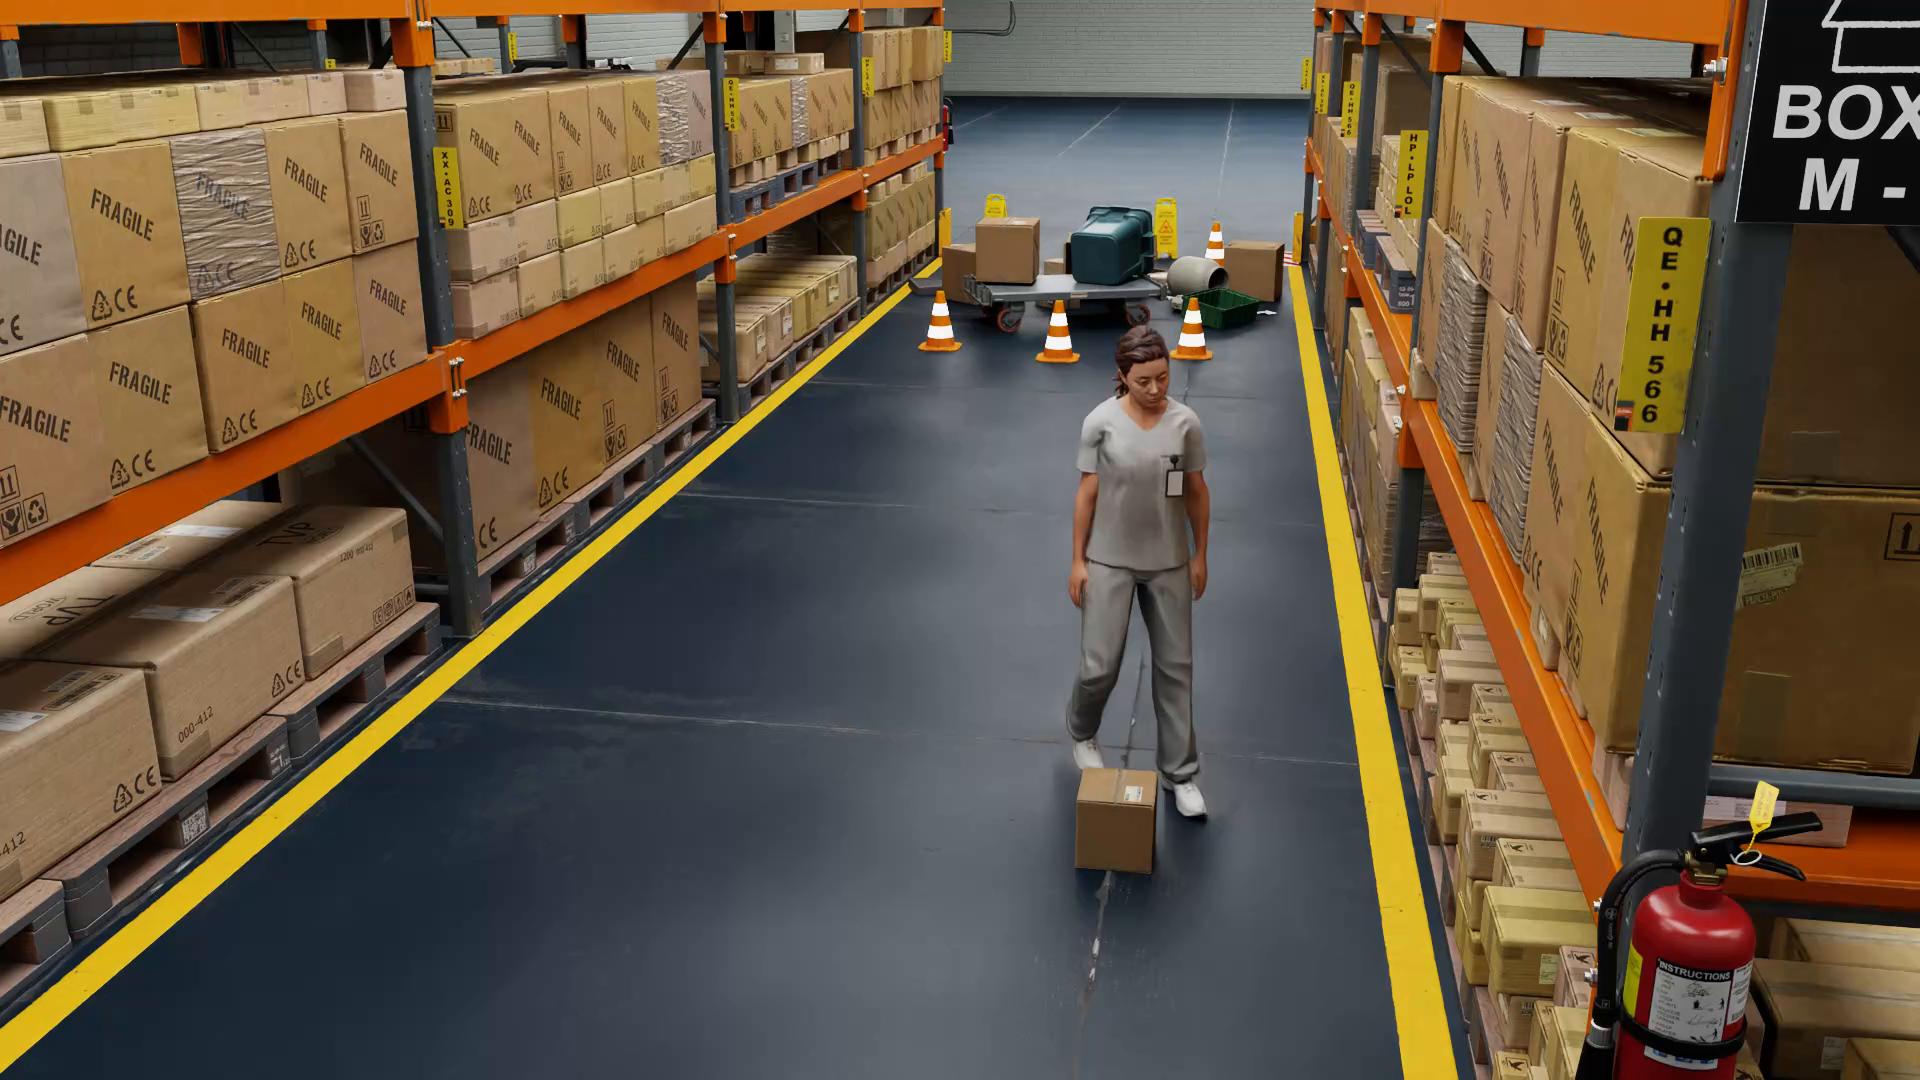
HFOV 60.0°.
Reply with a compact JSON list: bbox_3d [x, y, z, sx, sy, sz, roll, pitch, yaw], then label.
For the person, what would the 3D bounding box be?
[{"bbox_3d":[0.618,0.095,5.726,0.494,1.685,0.534,-2,18,-6],"label":"person"}]
